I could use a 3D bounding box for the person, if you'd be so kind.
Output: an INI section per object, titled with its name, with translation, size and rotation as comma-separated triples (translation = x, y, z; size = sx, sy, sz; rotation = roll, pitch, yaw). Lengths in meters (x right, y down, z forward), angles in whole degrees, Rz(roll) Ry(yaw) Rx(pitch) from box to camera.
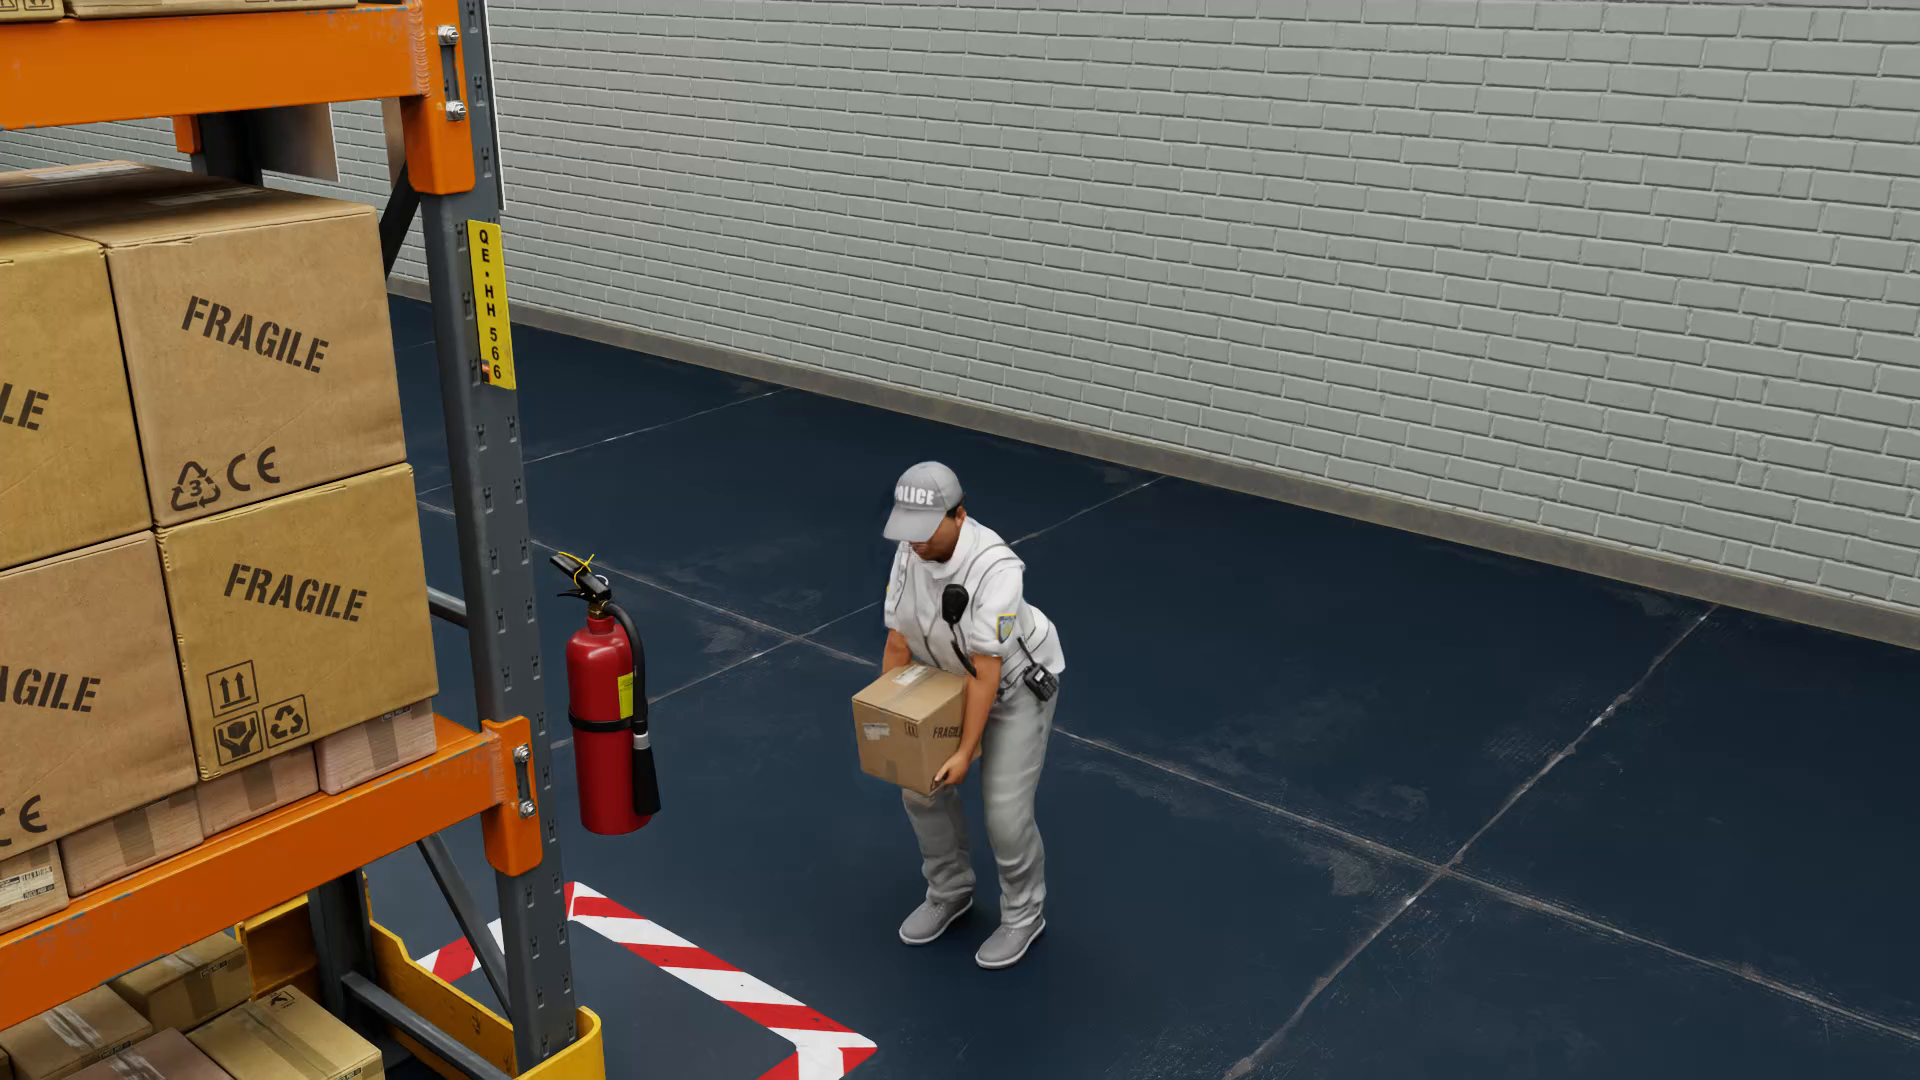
[person]
translation = 0.000, 0.501, 4.836
size = 0.452, 1.594, 0.633
rotation = 15, 25, 35
